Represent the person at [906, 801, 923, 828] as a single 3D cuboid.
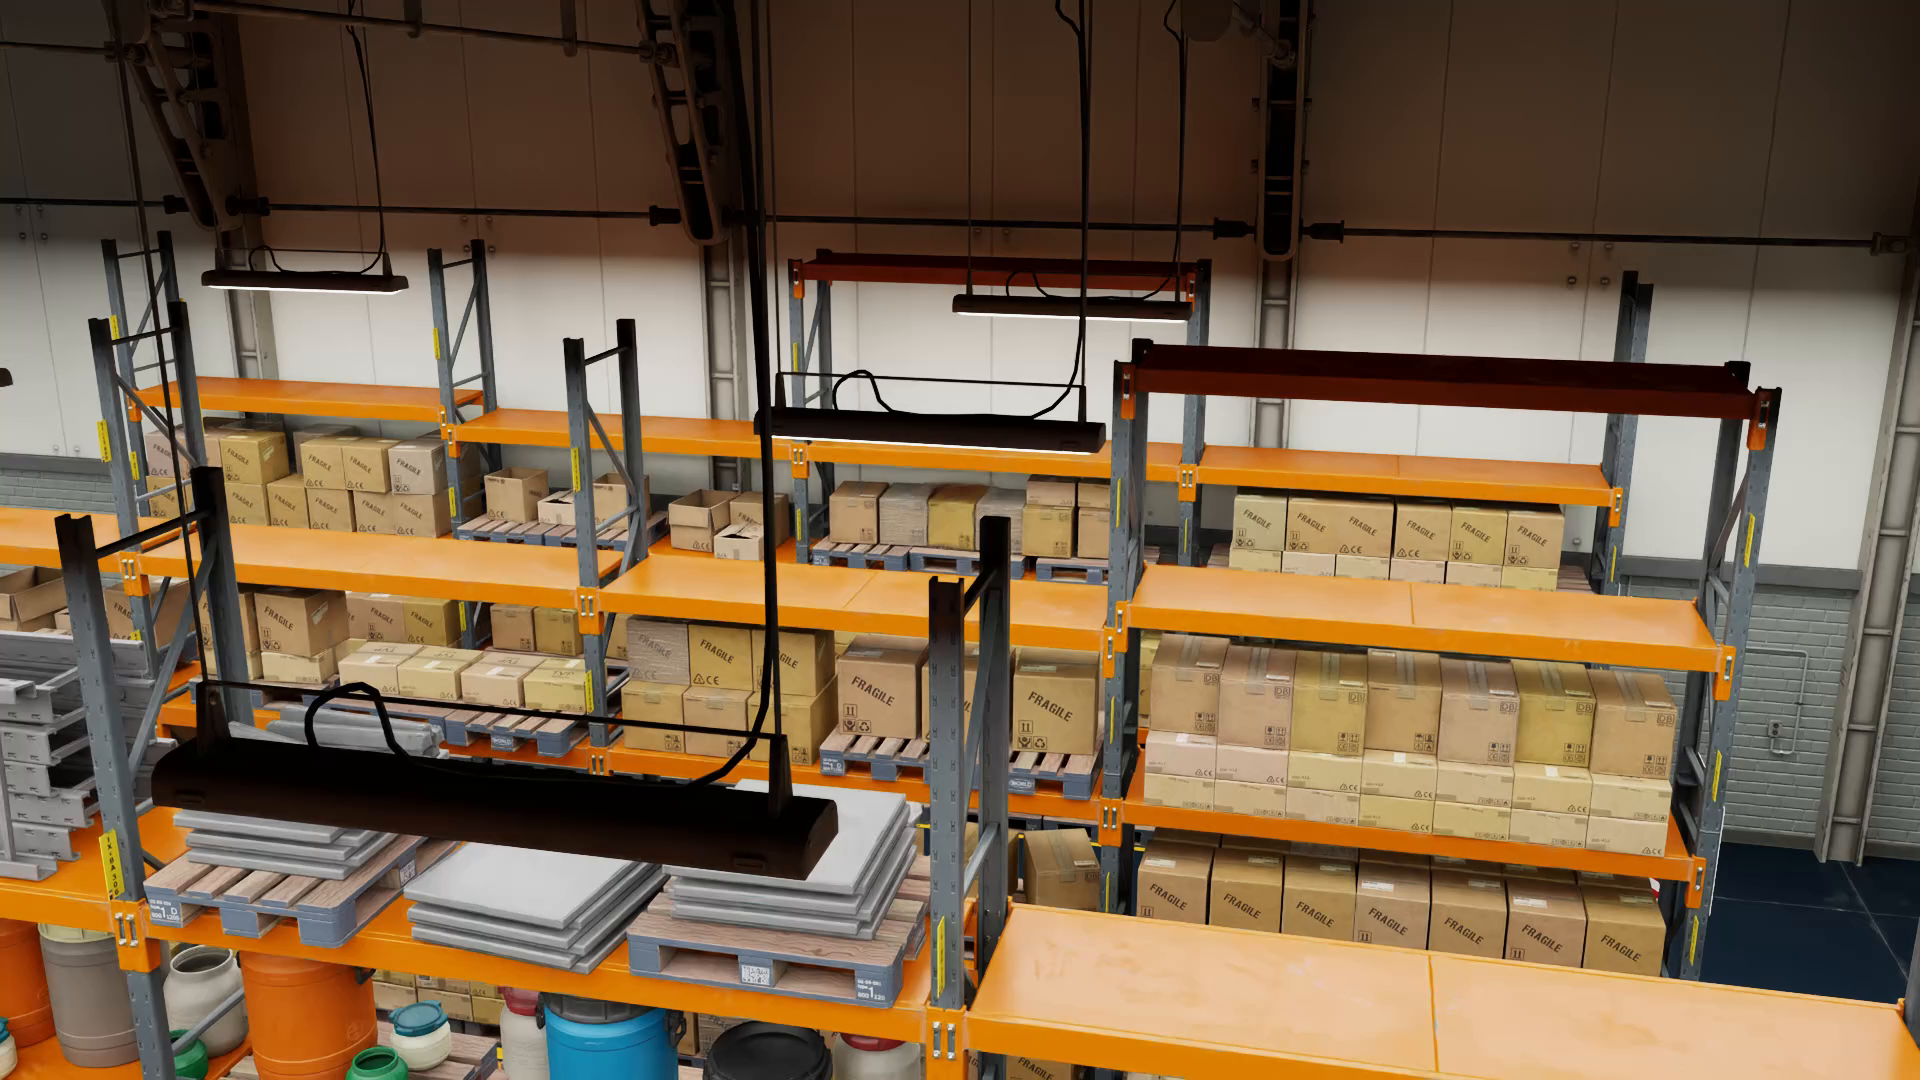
[{"bbox_3d":[-0.547,2.624,15.756,0.631,1.762,0.612,7,18,22],"label":"person"}]
